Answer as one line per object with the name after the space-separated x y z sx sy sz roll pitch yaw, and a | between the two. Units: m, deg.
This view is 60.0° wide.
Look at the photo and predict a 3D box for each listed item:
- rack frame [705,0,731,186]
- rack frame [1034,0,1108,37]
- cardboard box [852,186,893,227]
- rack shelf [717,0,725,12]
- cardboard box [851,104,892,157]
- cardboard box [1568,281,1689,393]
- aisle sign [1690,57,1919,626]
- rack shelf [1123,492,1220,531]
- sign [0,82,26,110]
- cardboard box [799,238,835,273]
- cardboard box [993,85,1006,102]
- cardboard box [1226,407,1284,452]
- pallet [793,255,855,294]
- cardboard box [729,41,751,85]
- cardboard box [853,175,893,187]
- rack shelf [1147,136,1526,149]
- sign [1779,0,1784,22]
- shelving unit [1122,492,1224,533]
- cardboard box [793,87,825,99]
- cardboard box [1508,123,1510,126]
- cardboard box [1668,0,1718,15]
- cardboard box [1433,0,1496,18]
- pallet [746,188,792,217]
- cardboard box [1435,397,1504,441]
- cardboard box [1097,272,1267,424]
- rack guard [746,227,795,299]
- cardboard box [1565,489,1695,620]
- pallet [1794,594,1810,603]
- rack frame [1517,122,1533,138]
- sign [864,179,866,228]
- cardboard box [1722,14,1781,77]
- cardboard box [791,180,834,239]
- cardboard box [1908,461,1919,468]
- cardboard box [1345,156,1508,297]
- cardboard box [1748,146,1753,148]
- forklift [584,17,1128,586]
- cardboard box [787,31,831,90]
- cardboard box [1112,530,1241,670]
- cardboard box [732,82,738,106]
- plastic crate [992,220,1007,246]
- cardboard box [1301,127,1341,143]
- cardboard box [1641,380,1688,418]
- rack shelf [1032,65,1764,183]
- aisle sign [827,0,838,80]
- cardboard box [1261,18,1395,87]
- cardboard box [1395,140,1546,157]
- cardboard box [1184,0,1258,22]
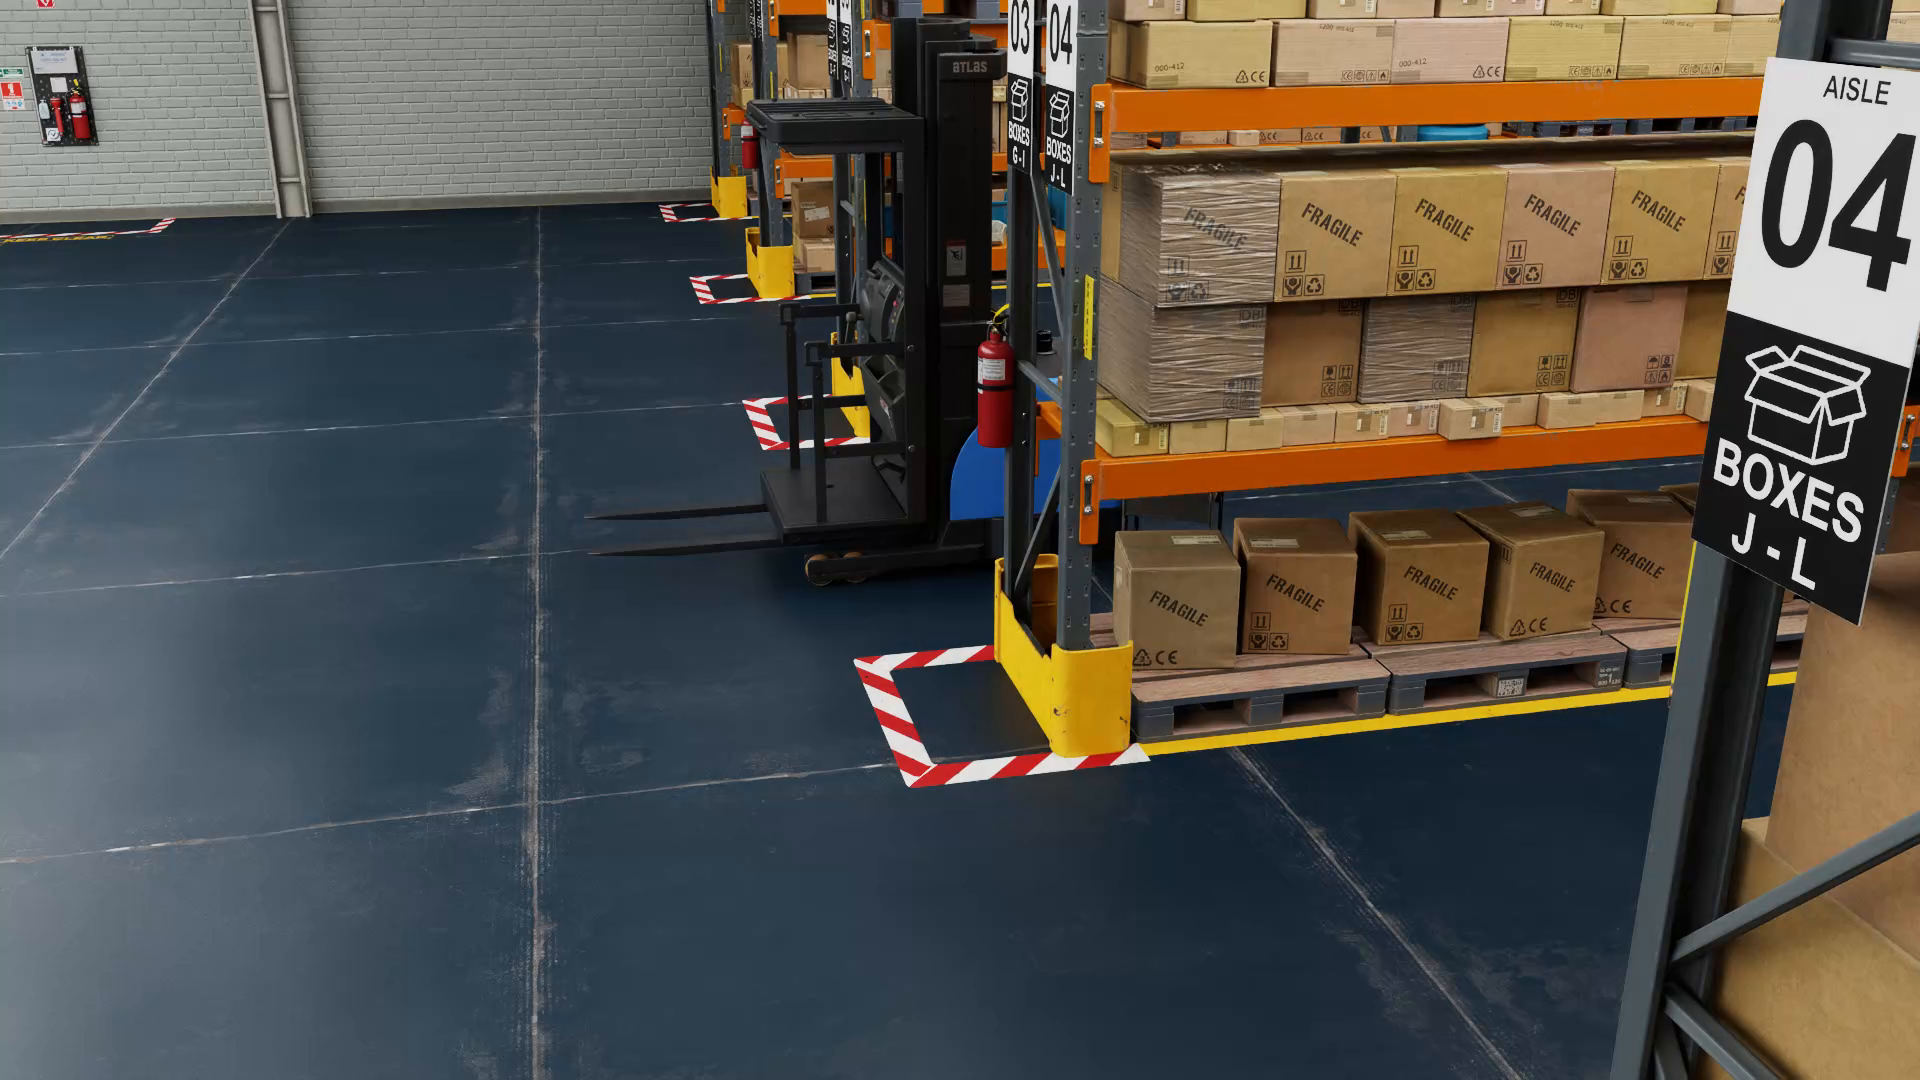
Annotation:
-3.035 -5.634 20.835 0.127 3.000 1.000 -5 21 -12 | rack frame
0.385 -3.477 6.224 0.127 3.000 1.000 -5 21 -12 | rack frame
-0.832 -3.243 16.603 0.500 0.500 0.500 -5 21 -12 | cardboard box
-1.089 -6.863 20.875 4.000 0.370 1.077 -5 21 -12 | rack shelf
-0.924 -4.099 16.499 0.500 0.500 0.700 -4 21 -11 | cardboard box
2.867 -1.047 7.735 0.500 0.500 0.875 -5 21 -12 | cardboard box
1.290 -0.307 2.514 0.004 0.787 0.394 -5 21 -12 | aisle sign
1.198 -0.180 9.328 0.480 0.518 0.431 6 21 16 | rack shelf
-11.367 -5.329 19.950 0.234 0.329 0.001 -5 21 -12 | sign
-1.318 -2.851 16.622 0.500 0.250 0.500 -5 21 -12 | cardboard box
0.292 -4.429 16.457 0.250 0.149 0.380 -4 20 -11 | cardboard box
1.211 -0.513 7.220 0.250 0.149 0.380 -5 21 -12 | cardboard box
-1.157 -2.742 16.992 1.213 0.211 1.003 -5 21 -12 | pallet
-2.625 -6.034 21.024 0.500 0.500 0.500 -5 21 -13 | cardboard box
-1.061 -4.778 21.493 0.500 0.500 0.700 -6 21 -16 | cardboard box
3.948 -4.114 17.729 4.000 0.370 1.077 -5 21 -12 | rack shelf
1.316 -0.962 2.546 0.005 0.325 0.100 -5 21 -12 | sign
1.198 -0.850 9.082 0.503 2.100 0.431 6 21 16 | shelving unit
-1.460 -4.287 16.068 0.250 0.149 0.380 -5 21 -13 | cardboard box
7.176 -5.606 23.271 0.750 0.750 0.750 -4 20 -11 | cardboard box
2.991 -2.314 7.048 0.250 0.149 0.380 -4 20 -10 | cardboard box
1.979 -2.221 6.796 0.250 0.149 0.380 -6 21 -15 | cardboard box
-2.162 -4.384 21.474 1.213 0.211 1.003 -5 21 -12 | pallet
2.199 -0.571 7.379 0.250 0.149 0.380 -5 21 -12 | cardboard box
0.926 -0.881 7.282 0.500 0.500 0.875 -5 21 -12 | cardboard box
-1.915 -2.801 16.734 0.348 0.500 1.175 -5 21 -12 | rack guard
3.323 0.066 8.298 0.500 0.500 0.500 2 20 5 | cardboard box
5.035 0.270 8.770 1.213 0.211 1.003 -5 21 -12 | pallet
5.894 -4.610 18.038 0.127 3.000 1.000 -5 21 -12 | rack frame
-0.633 -2.264 11.231 0.005 0.325 0.100 -5 21 -12 | sign
3.383 -2.154 7.190 0.500 0.250 0.500 -4 21 -11 | cardboard box
-1.438 -3.377 16.969 0.500 0.500 0.500 -5 21 -12 | cardboard box
5.348 -0.083 8.674 0.500 0.500 0.700 -5 21 -13 | cardboard box
1.957 -1.346 7.097 0.500 0.500 0.500 -5 21 -12 | cardboard box
3.903 -1.505 7.531 0.500 0.500 0.500 -5 21 -12 | cardboard box
-0.612 -1.325 9.171 3.031 2.935 1.130 -5 21 -13 | forklift
-1.383 -4.670 16.169 0.500 0.500 0.700 -5 21 -12 | cardboard box
0.996 0.272 7.733 0.500 0.500 0.500 -1 20 -2 | cardboard box
-2.625 -5.675 21.136 0.500 0.250 0.500 -4 21 -12 | cardboard box
0.190 -2.157 11.727 0.250 0.136 0.298 -5 21 -12 | plastic crate
3.753 -4.477 17.529 0.500 0.500 0.500 -5 21 -12 | cardboard box
3.142 -0.694 7.715 0.250 0.149 0.380 -5 21 -12 | cardboard box
2.331 -1.889 7.296 4.000 0.370 1.077 -5 21 -12 | rack shelf
-0.894 -3.633 11.591 0.004 0.787 0.394 -5 21 -12 | aisle sign
1.413 -1.993 6.751 0.500 0.250 0.500 -5 21 -14 | cardboard box
2.324 -1.560 7.680 0.500 0.500 0.500 -5 21 -12 | cardboard box
0.980 -2.118 6.513 0.250 0.149 0.380 -4 21 -11 | cardboard box
